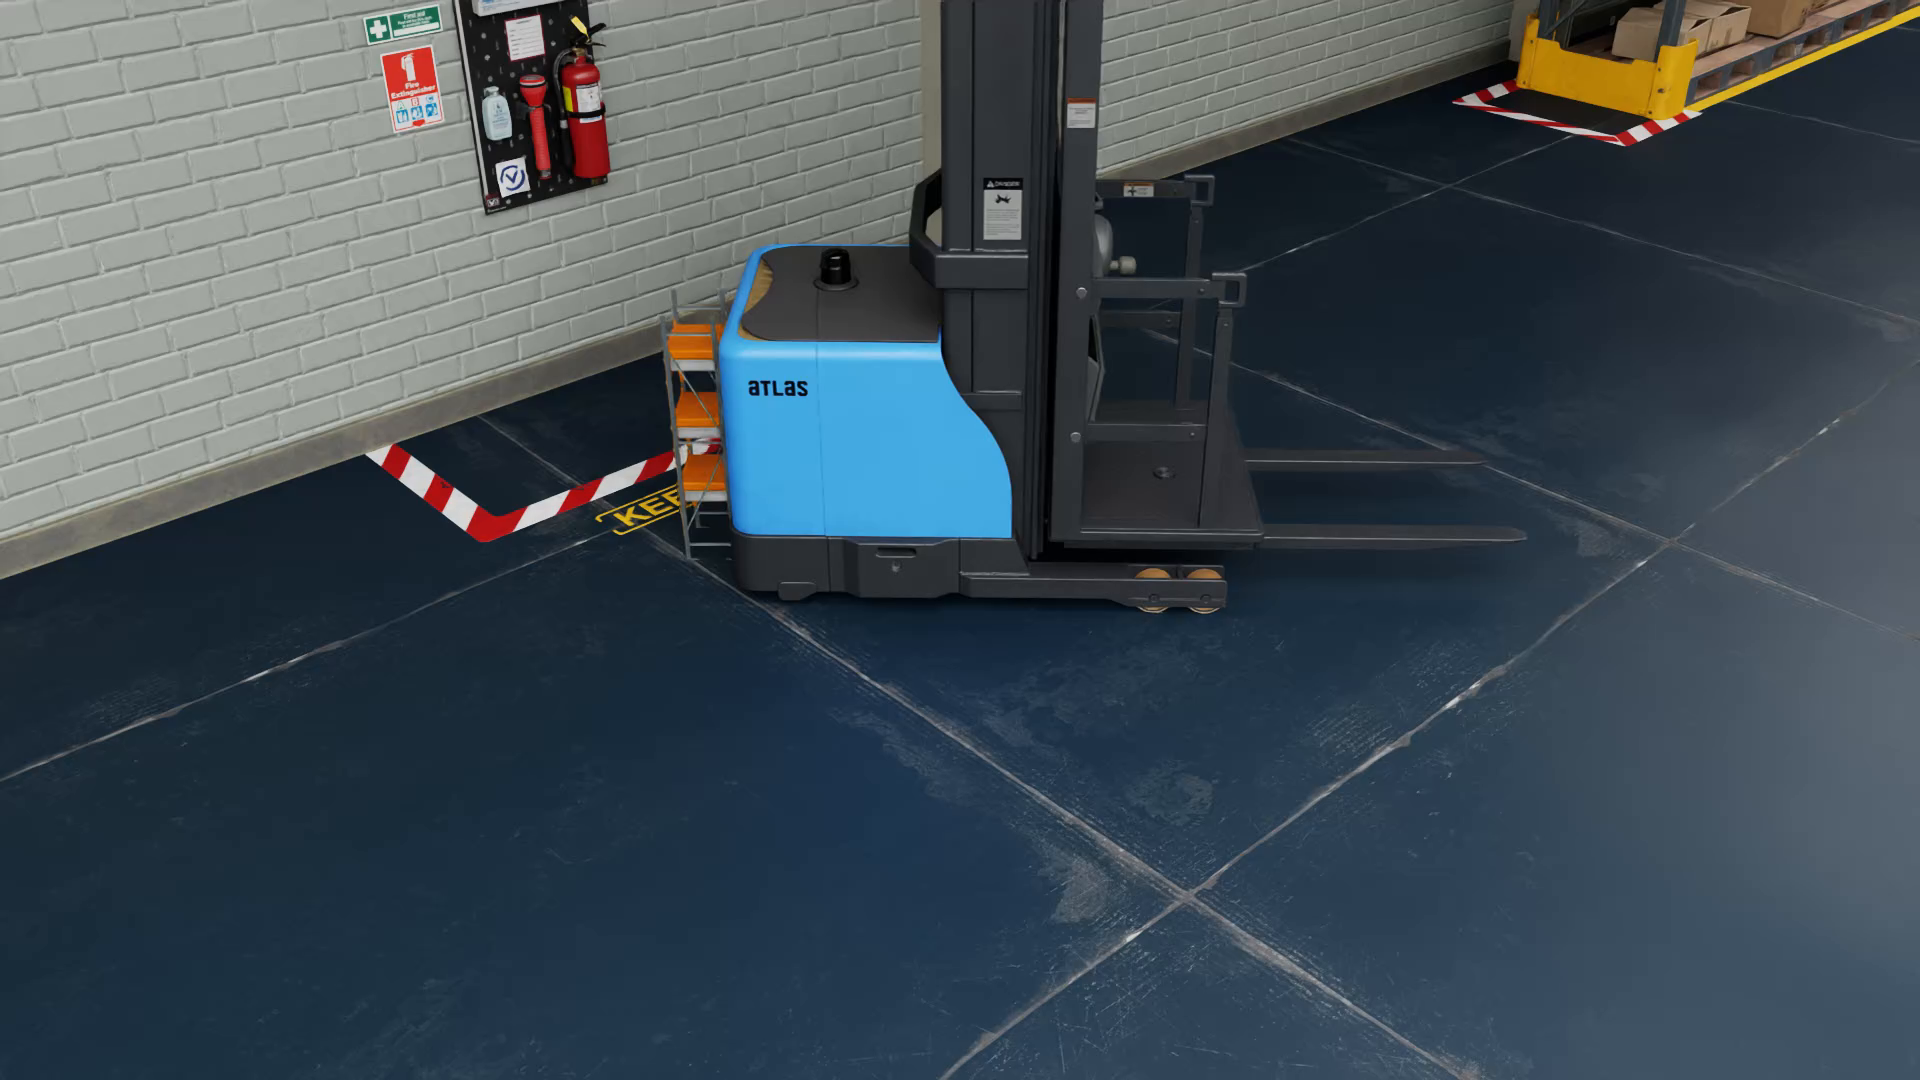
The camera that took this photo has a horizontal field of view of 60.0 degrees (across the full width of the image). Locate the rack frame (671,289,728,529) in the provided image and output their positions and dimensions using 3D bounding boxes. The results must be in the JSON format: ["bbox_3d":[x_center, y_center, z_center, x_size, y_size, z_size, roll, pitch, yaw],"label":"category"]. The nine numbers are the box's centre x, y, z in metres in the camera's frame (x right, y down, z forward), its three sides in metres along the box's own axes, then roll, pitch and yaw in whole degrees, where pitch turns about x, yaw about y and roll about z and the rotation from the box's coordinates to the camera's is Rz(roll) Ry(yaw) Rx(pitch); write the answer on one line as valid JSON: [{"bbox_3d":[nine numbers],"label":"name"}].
[{"bbox_3d":[-0.987,-0.497,6.554,0.200,1.050,0.008,0,31,1],"label":"rack frame"}]

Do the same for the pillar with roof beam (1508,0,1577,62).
[{"bbox_3d":[7.369,-5.917,7.800,0.400,9.000,9.100,-26,40,-35],"label":"pillar with roof beam"}]

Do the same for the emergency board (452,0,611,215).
[{"bbox_3d":[-1.795,-2.014,7.168,0.643,1.169,0.194,-26,40,-35],"label":"emergency board"}]

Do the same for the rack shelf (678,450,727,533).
[{"bbox_3d":[-0.987,-0.187,6.600,0.215,0.259,0.240,0,31,1],"label":"rack shelf"}]

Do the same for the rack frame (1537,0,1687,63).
[{"bbox_3d":[4.517,-4.425,11.111,0.127,3.000,1.000,-26,40,-35],"label":"rack frame"}]

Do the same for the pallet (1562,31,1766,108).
[{"bbox_3d":[5.193,-3.537,12.331,1.213,0.211,1.003,-26,40,-35],"label":"pallet"}]

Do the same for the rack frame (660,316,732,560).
[{"bbox_3d":[-0.992,-0.370,6.346,0.200,1.050,0.008,0,31,1],"label":"rack frame"}]

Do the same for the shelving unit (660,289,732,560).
[{"bbox_3d":[-0.990,-0.433,6.450,0.215,1.050,0.252,0,31,1],"label":"shelving unit"}]

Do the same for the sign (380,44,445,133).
[{"bbox_3d":[-2.271,-1.872,6.902,0.234,0.329,0.001,-26,40,-35],"label":"sign"}]

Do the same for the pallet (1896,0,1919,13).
[{"bbox_3d":[8.020,-4.931,14.611,1.213,0.211,1.003,-26,40,-35],"label":"pallet"}]

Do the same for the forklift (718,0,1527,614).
[{"bbox_3d":[0.654,-1.254,5.991,3.031,2.935,1.130,1,31,1],"label":"forklift"}]

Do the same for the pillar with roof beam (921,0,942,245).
[{"bbox_3d":[2.970,-3.788,4.319,0.400,9.000,9.100,-26,40,-35],"label":"pillar with roof beam"}]

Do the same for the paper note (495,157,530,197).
[{"bbox_3d":[-1.972,-1.602,7.338,0.142,0.148,0.016,-26,40,-35],"label":"paper note"}]

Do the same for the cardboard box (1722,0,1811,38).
[{"bbox_3d":[6.076,-4.200,12.718,0.700,0.500,0.500,26,40,36],"label":"cardboard box"}]

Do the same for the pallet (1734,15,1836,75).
[{"bbox_3d":[6.087,-3.967,13.036,1.213,0.211,1.003,-26,40,-35],"label":"pallet"}]

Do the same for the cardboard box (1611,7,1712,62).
[{"bbox_3d":[5.086,-3.676,12.042,0.500,0.311,0.500,24,39,34],"label":"cardboard box"}]

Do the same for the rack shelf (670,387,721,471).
[{"bbox_3d":[-0.989,-0.424,6.455,0.215,0.259,0.240,0,31,1],"label":"rack shelf"}]

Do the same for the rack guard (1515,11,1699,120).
[{"bbox_3d":[4.573,-3.385,11.807,0.348,0.500,1.175,-26,40,-35],"label":"rack guard"}]

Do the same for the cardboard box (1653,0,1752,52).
[{"bbox_3d":[5.504,-3.879,12.373,0.500,0.311,0.500,-22,38,-32],"label":"cardboard box"}]

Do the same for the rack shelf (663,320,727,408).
[{"bbox_3d":[-0.992,-0.666,6.308,0.215,0.259,0.240,0,31,1],"label":"rack shelf"}]

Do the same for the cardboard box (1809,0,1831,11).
[{"bbox_3d":[6.716,-4.581,13.341,0.500,0.500,0.500,26,40,35],"label":"cardboard box"}]

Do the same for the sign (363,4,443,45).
[{"bbox_3d":[-2.262,-2.097,6.761,0.331,0.109,0.001,-26,40,-35],"label":"sign"}]

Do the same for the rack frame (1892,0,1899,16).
[{"bbox_3d":[7.450,-5.844,13.431,0.127,3.000,1.000,-26,40,-35],"label":"rack frame"}]

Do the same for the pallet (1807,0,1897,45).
[{"bbox_3d":[6.982,-4.402,13.747,1.213,0.211,1.003,-26,40,-35],"label":"pallet"}]

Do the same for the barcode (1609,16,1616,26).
[{"bbox_3d":[4.827,-3.840,12.301,0.075,0.075,0.001,-26,40,-35],"label":"barcode"}]
